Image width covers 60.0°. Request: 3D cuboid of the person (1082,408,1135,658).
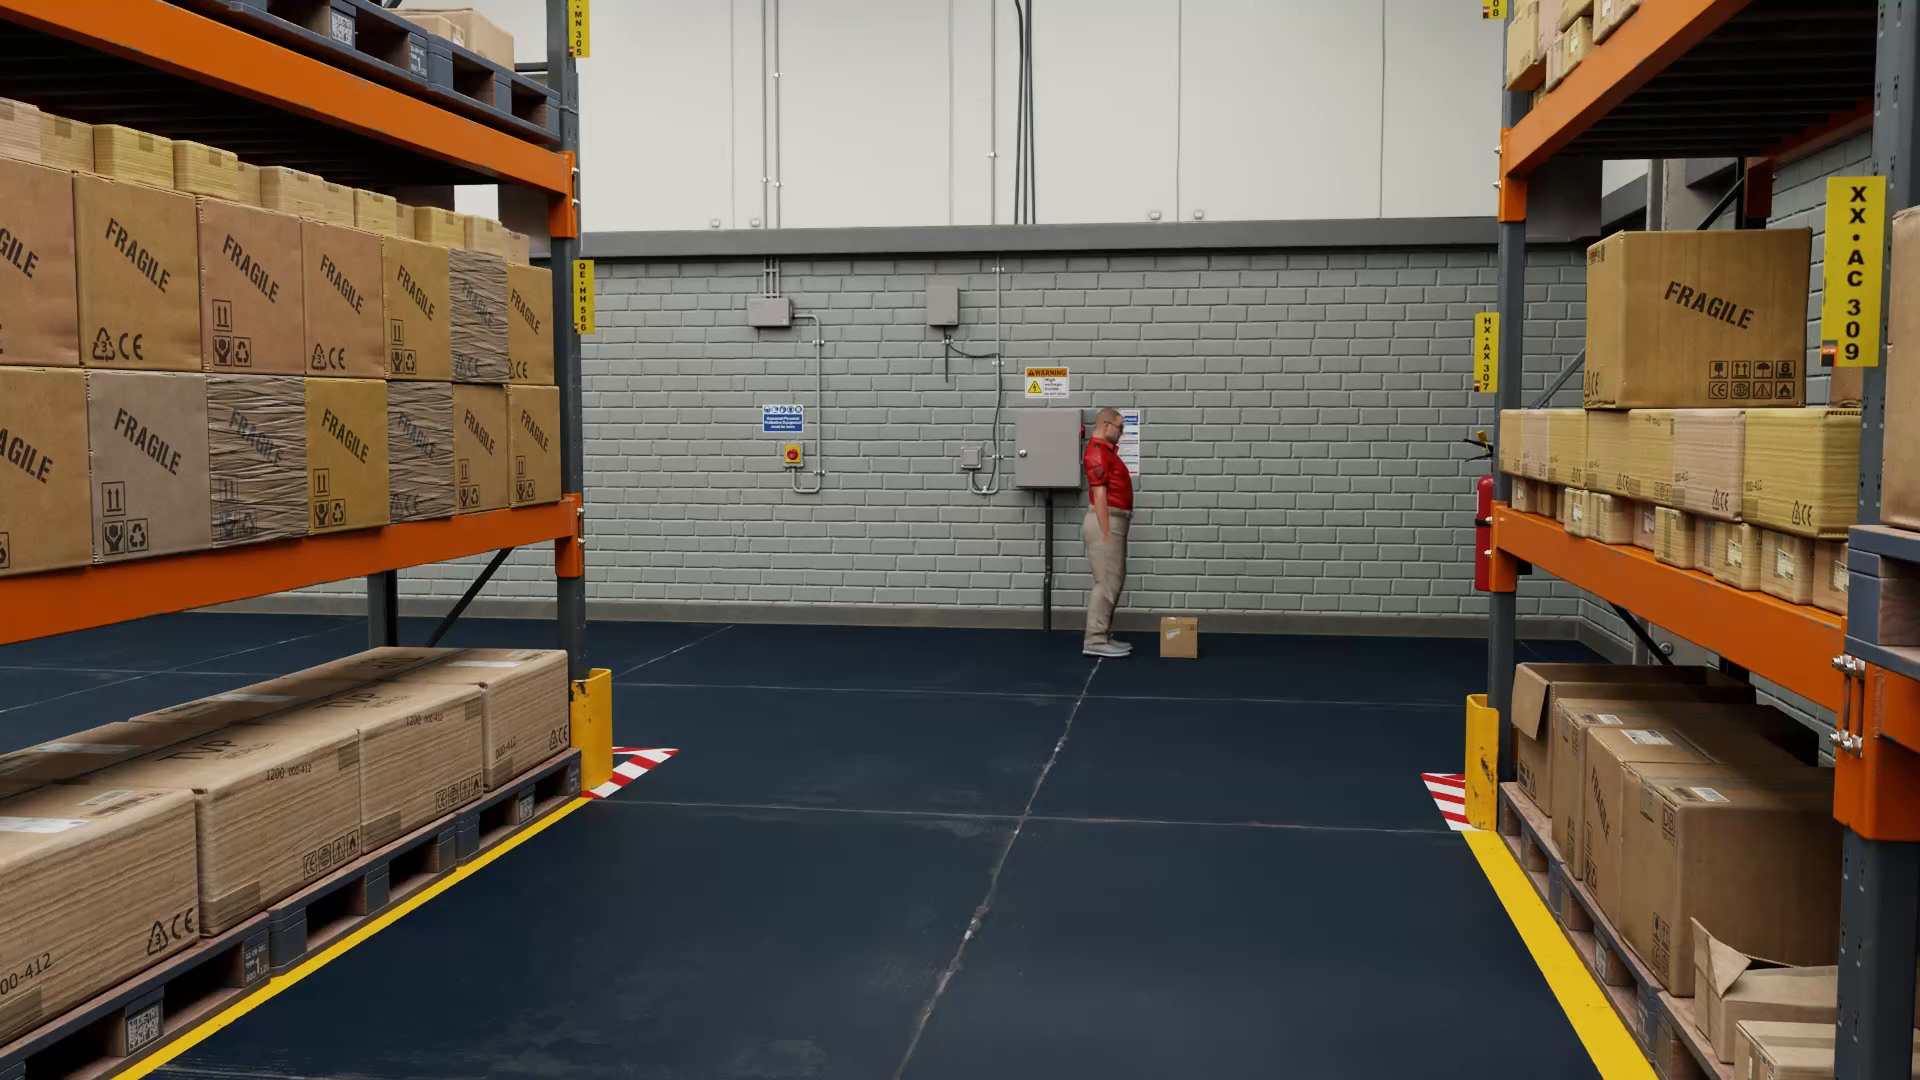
[{"bbox_3d":[1.039,-0.060,11.605,0.358,1.721,0.530,1,4,10],"label":"person"}]
